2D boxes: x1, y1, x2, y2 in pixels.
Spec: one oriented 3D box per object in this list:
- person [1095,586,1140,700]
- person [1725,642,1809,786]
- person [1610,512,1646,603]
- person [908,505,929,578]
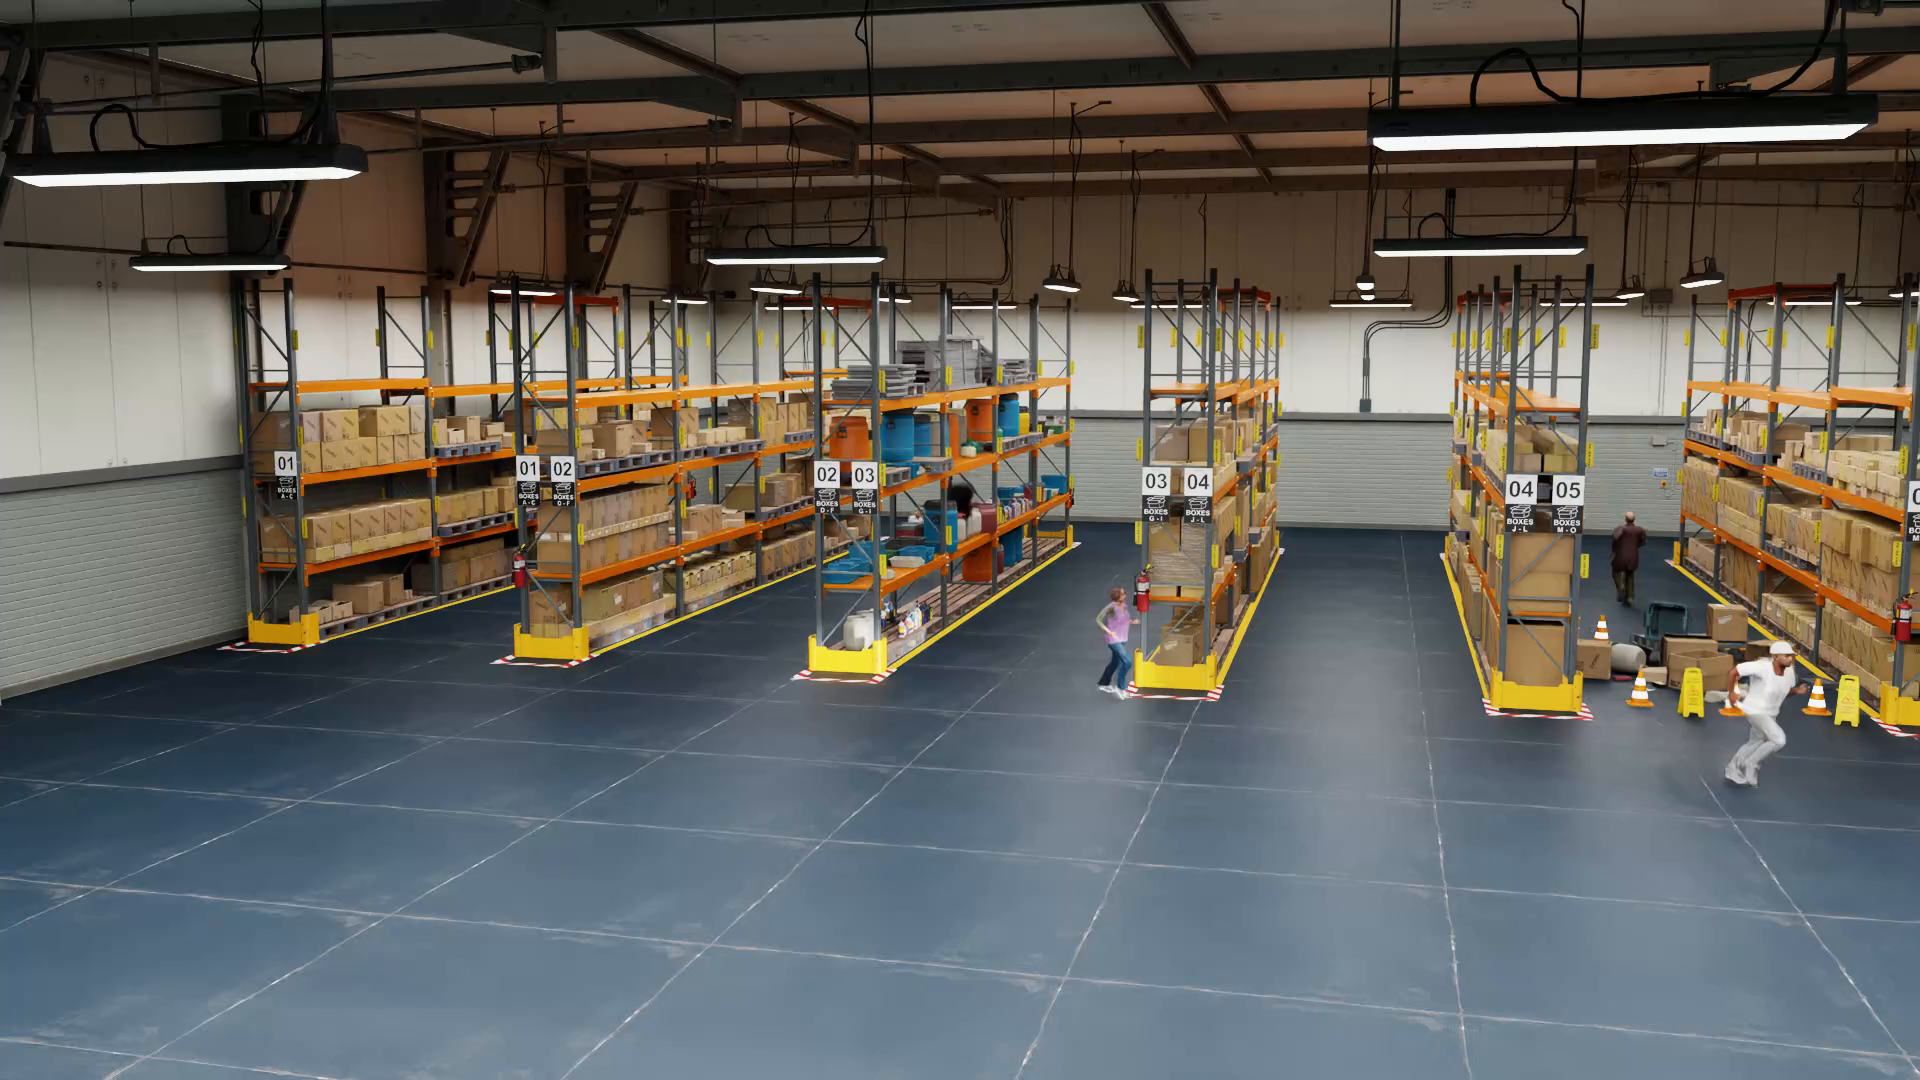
[{"bbox_3d":[2.181,1.453,23.201,0.684,1.633,0.536,4,8,31],"label":"person"},{"bbox_3d":[8.941,1.935,18.488,0.681,1.679,0.871,-4,8,-32],"label":"person"},{"bbox_3d":[12.729,0.322,31.794,0.689,1.743,0.676,0,7,3],"label":"person"},{"bbox_3d":[-0.816,0.034,34.331,0.616,1.591,0.930,2,7,13],"label":"person"}]
